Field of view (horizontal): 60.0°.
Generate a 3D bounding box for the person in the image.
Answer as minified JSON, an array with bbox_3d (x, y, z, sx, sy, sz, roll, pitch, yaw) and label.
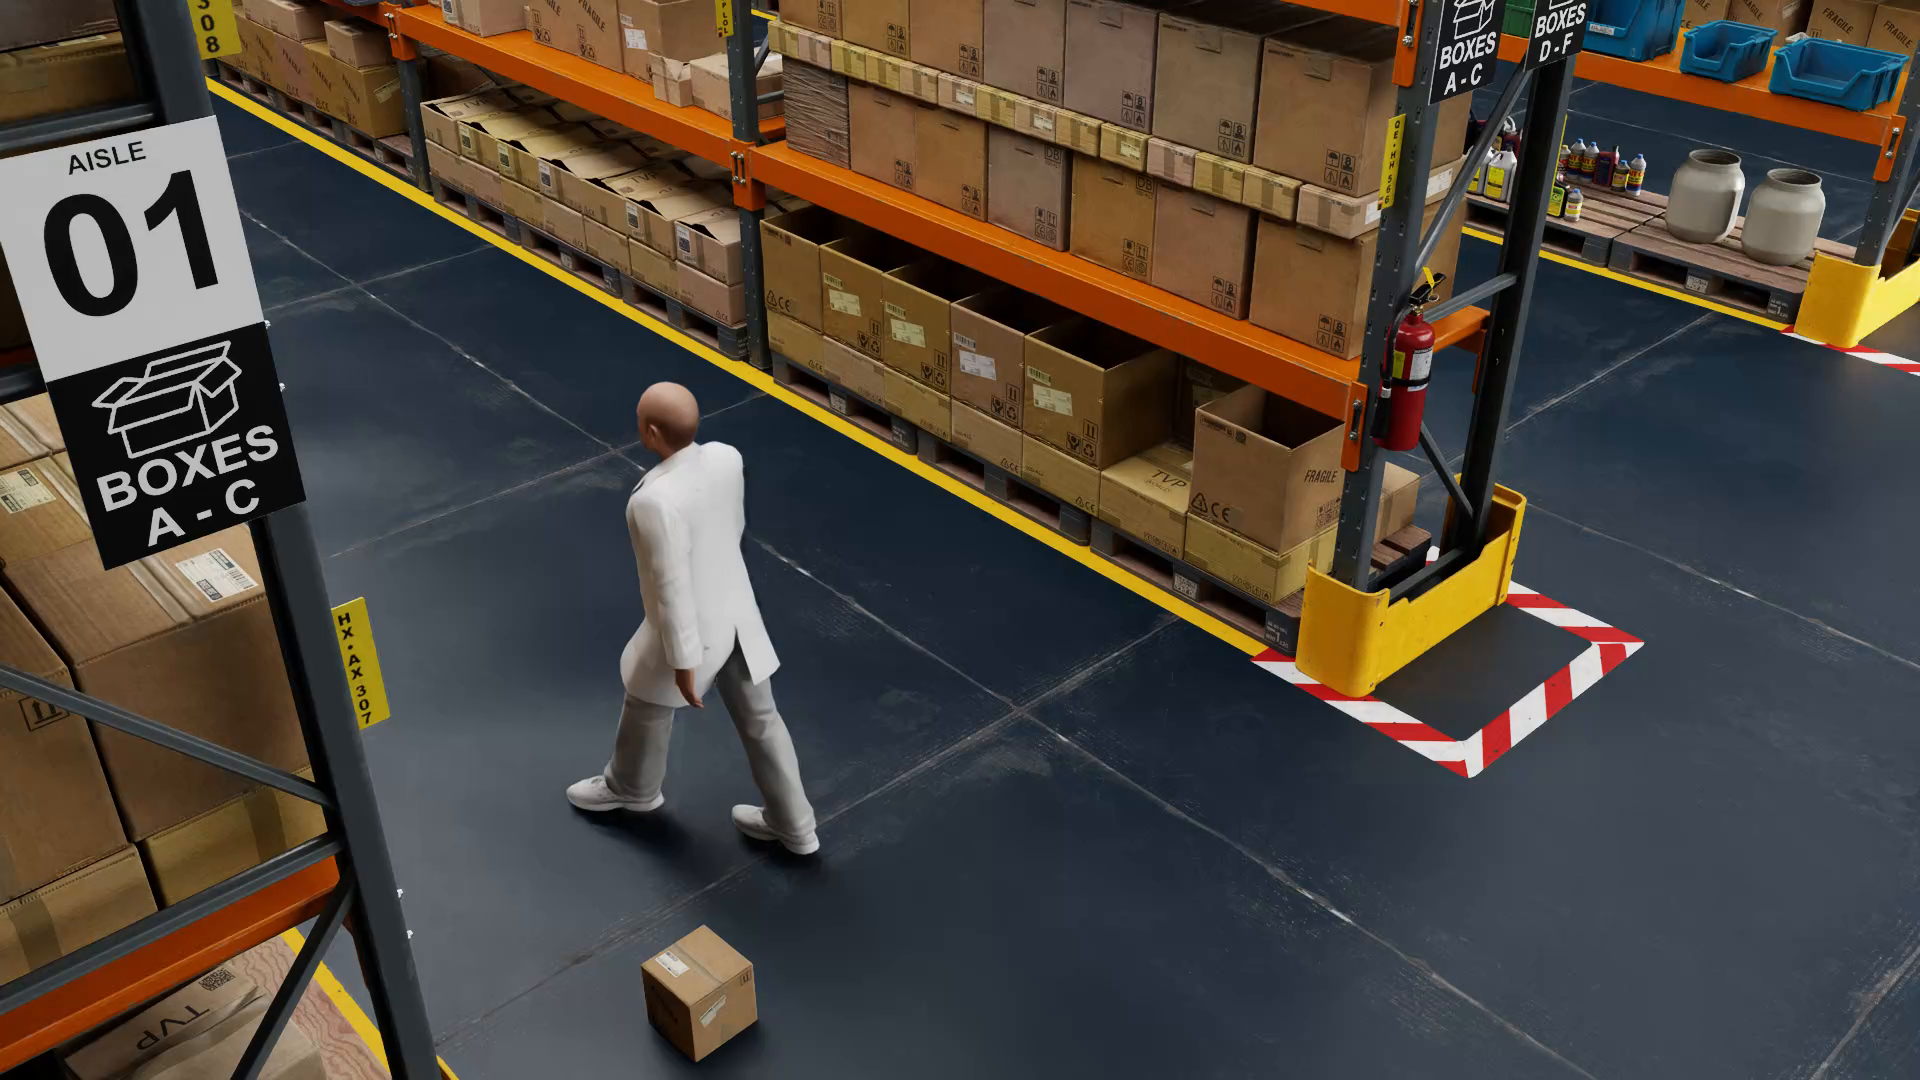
[{"bbox_3d":[-1.004,0.232,5.751,1.128,1.708,0.579,20,37,29],"label":"person"}]
